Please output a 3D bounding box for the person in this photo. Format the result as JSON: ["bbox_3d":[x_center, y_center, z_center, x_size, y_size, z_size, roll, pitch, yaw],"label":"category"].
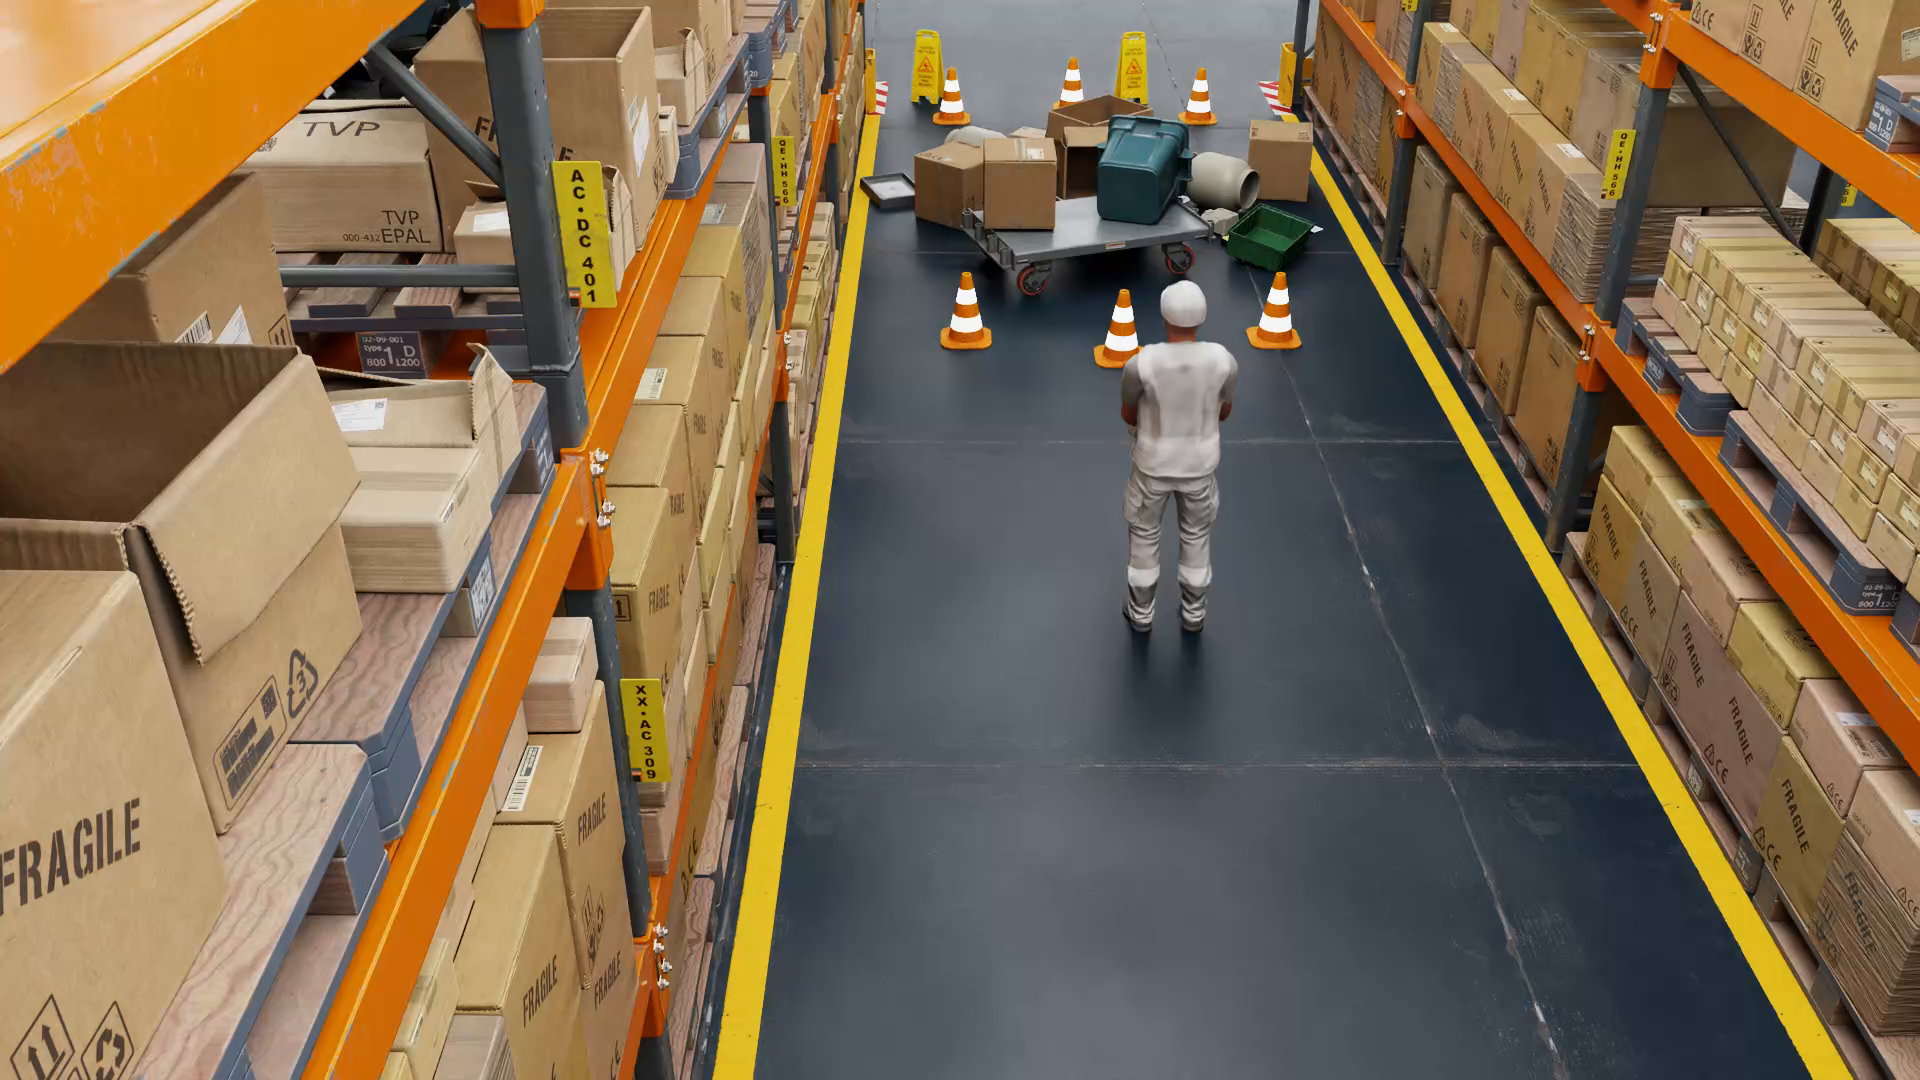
[{"bbox_3d":[13.400,-4.701,14.899,25.571,1.746,16.838,0,31,-1],"label":"person"}]
